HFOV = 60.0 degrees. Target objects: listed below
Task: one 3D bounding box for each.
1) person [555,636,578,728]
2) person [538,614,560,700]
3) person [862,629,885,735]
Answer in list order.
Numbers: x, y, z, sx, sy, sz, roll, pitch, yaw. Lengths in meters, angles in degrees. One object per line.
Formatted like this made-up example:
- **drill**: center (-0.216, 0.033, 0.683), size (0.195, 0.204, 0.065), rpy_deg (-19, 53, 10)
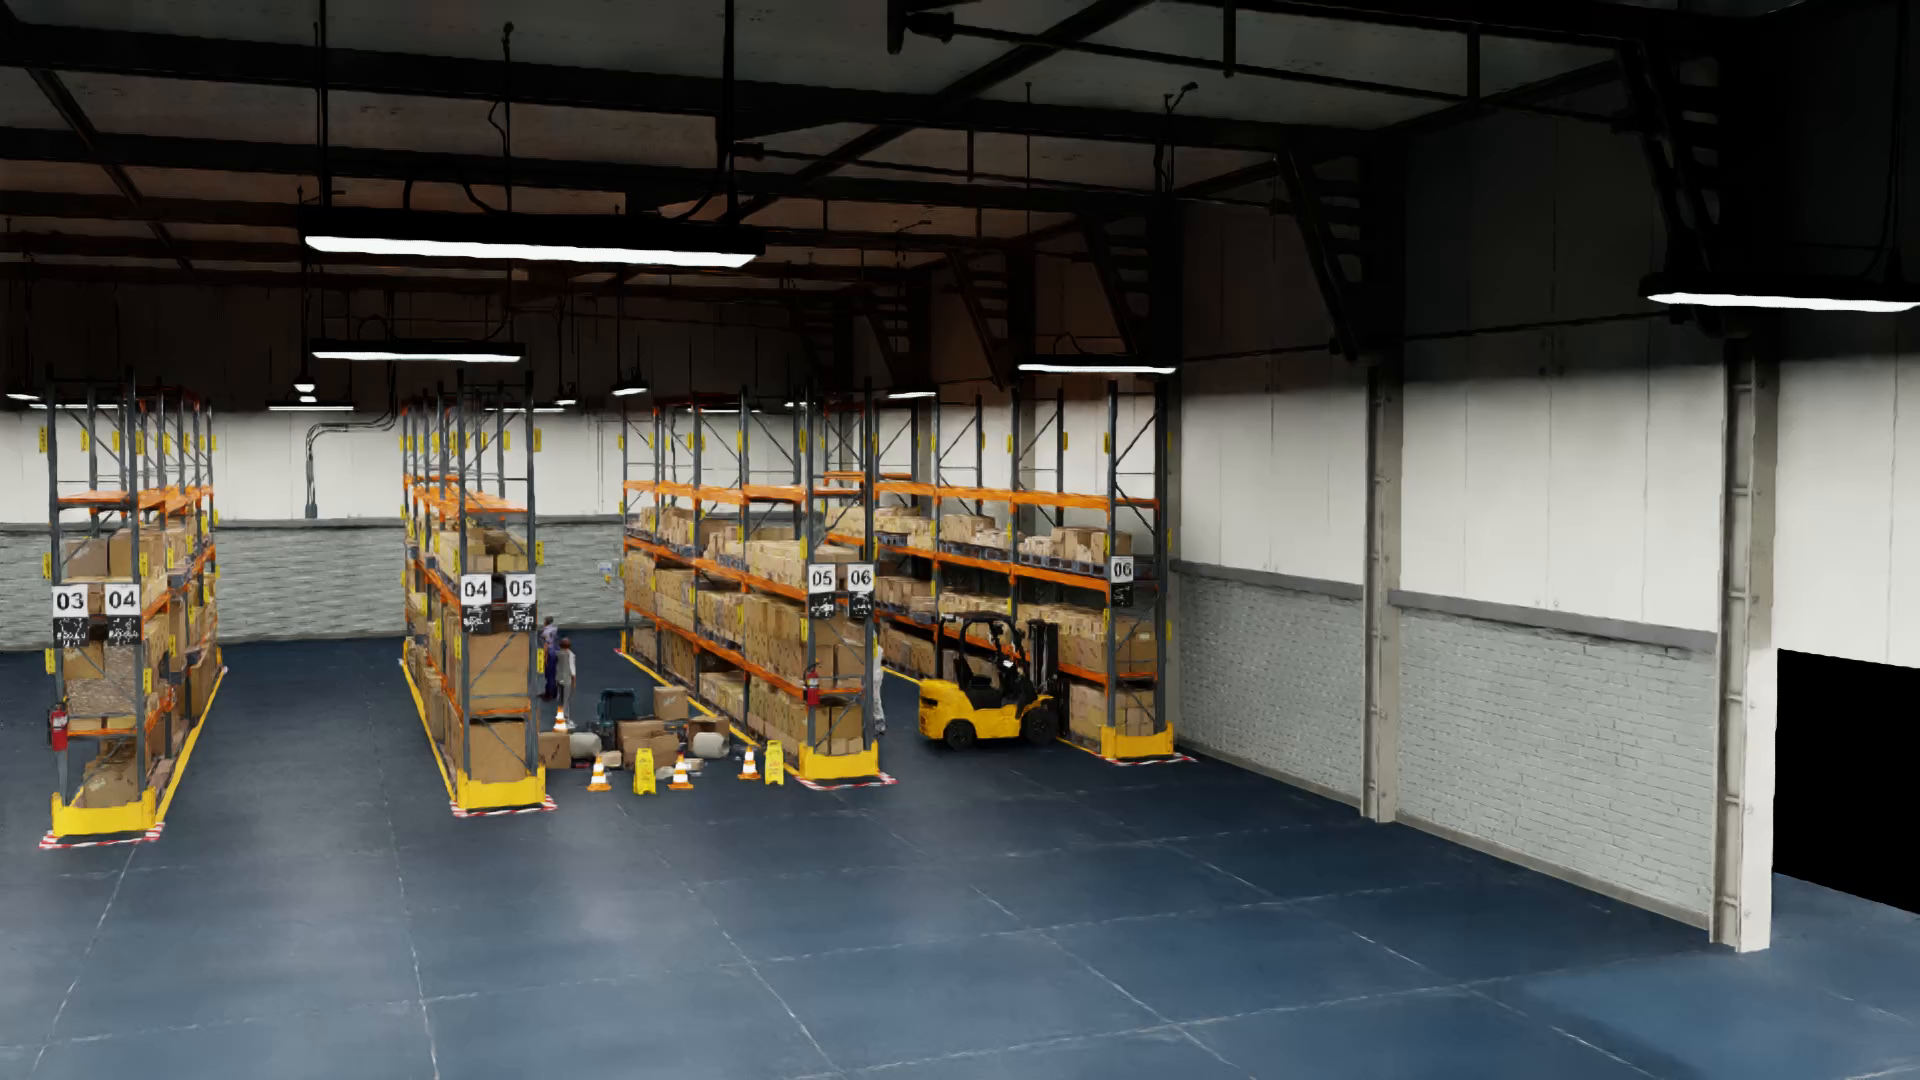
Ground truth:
- **person**: center (-6.895, 2.487, 29.158), size (0.468, 1.600, 0.405), rpy_deg (2, 4, 37)
- **person**: center (-8.052, 2.278, 32.477), size (0.475, 1.640, 0.523), rpy_deg (1, 3, 9)
- **person**: center (-1.539, 2.420, 28.623), size (0.577, 1.785, 0.655), rpy_deg (1, 3, 11)
